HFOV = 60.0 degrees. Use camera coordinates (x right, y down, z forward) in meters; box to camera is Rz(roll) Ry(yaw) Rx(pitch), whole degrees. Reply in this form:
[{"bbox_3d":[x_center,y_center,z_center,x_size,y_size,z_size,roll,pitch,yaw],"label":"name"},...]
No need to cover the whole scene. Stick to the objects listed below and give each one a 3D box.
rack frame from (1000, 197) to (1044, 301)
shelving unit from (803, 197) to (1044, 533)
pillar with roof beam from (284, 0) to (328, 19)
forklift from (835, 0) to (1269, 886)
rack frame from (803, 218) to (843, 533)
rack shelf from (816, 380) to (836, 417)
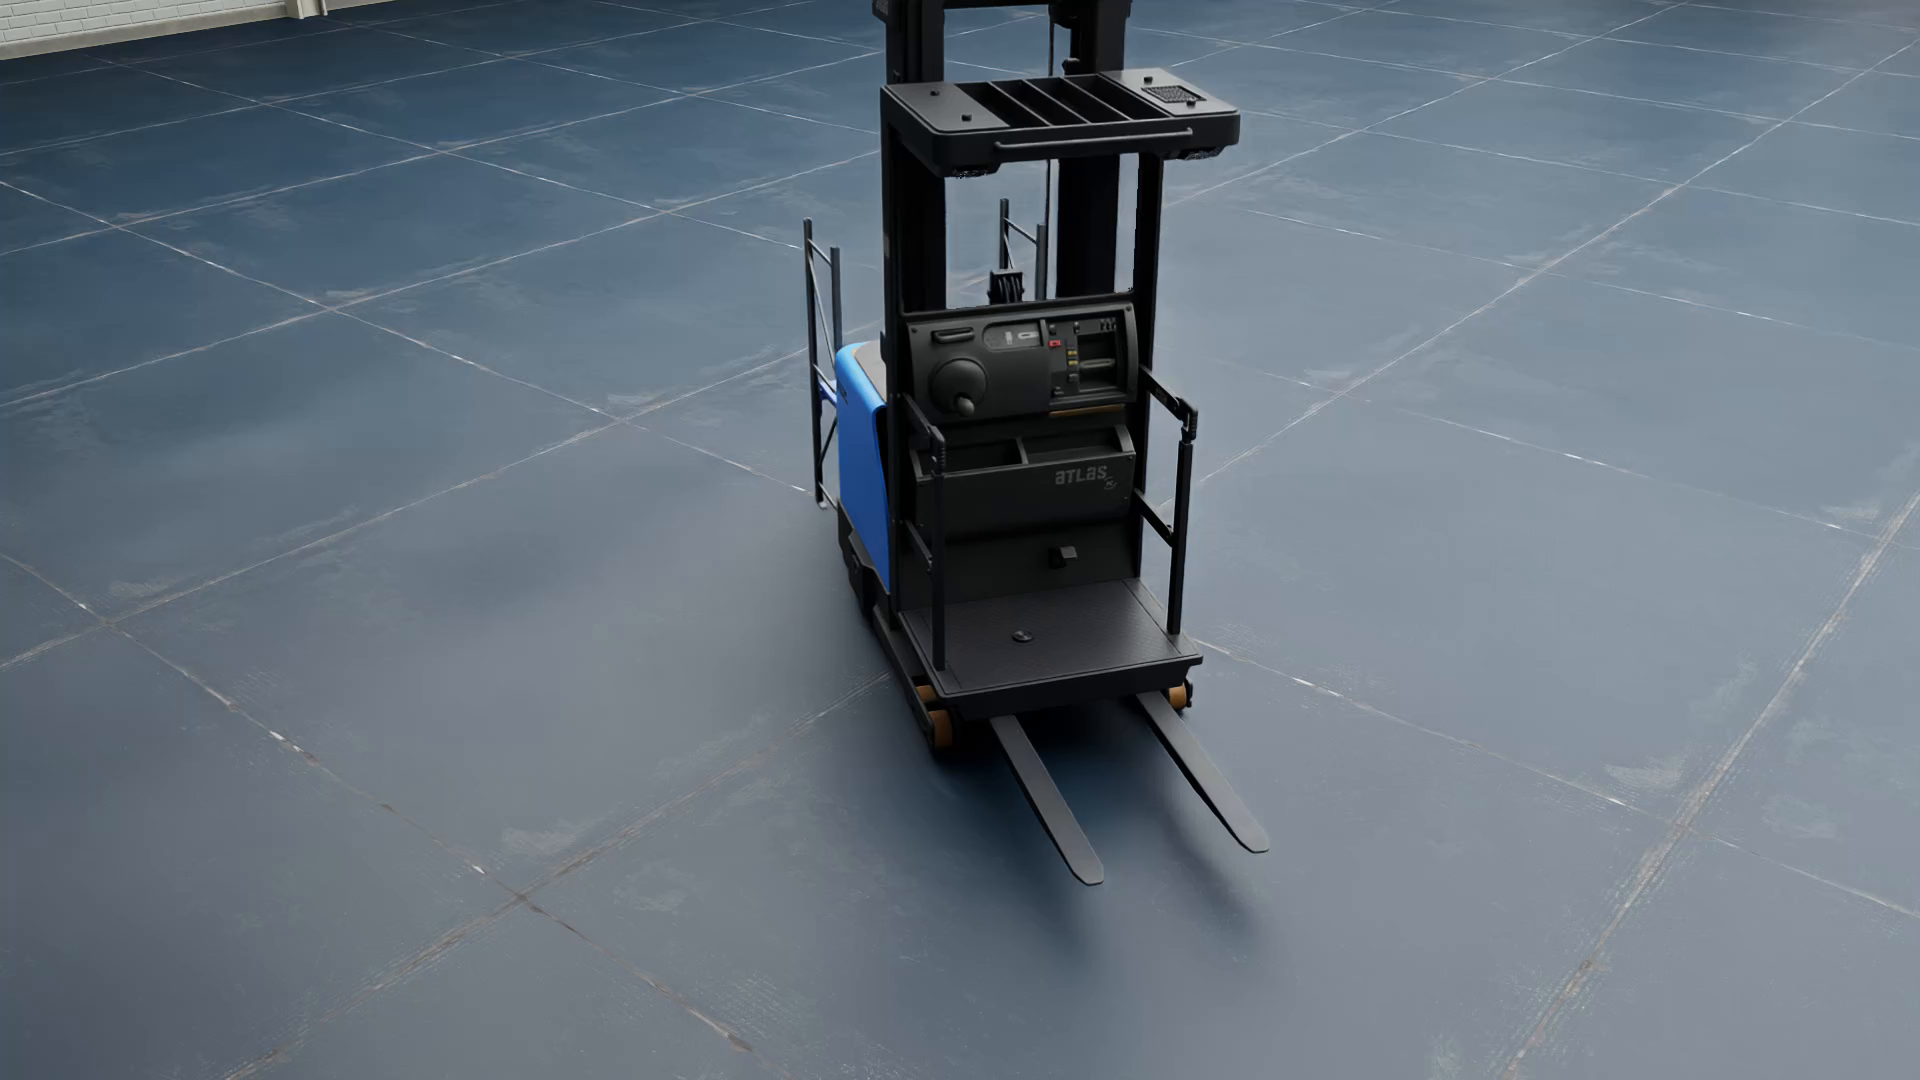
[{"bbox_3d":[0.303,-0.933,8.421,0.032,1.500,0.500,-10,29,-18],"label":"rack frame"},{"bbox_3d":[-0.174,-0.851,8.263,1.048,1.500,0.538,-10,29,-18],"label":"shelving unit"},{"bbox_3d":[-4.974,-9.405,16.637,9.100,9.000,0.400,21,34,34],"label":"pillar with roof beam"},{"bbox_3d":[0.316,-0.664,6.344,1.130,2.935,3.031,-8,28,-15],"label":"forklift"},{"bbox_3d":[-0.650,-0.770,8.105,0.032,1.500,0.500,-10,29,-18],"label":"rack frame"},{"bbox_3d":[-0.174,-0.691,8.346,1.000,0.185,0.538,-10,29,-18],"label":"rack shelf"}]
